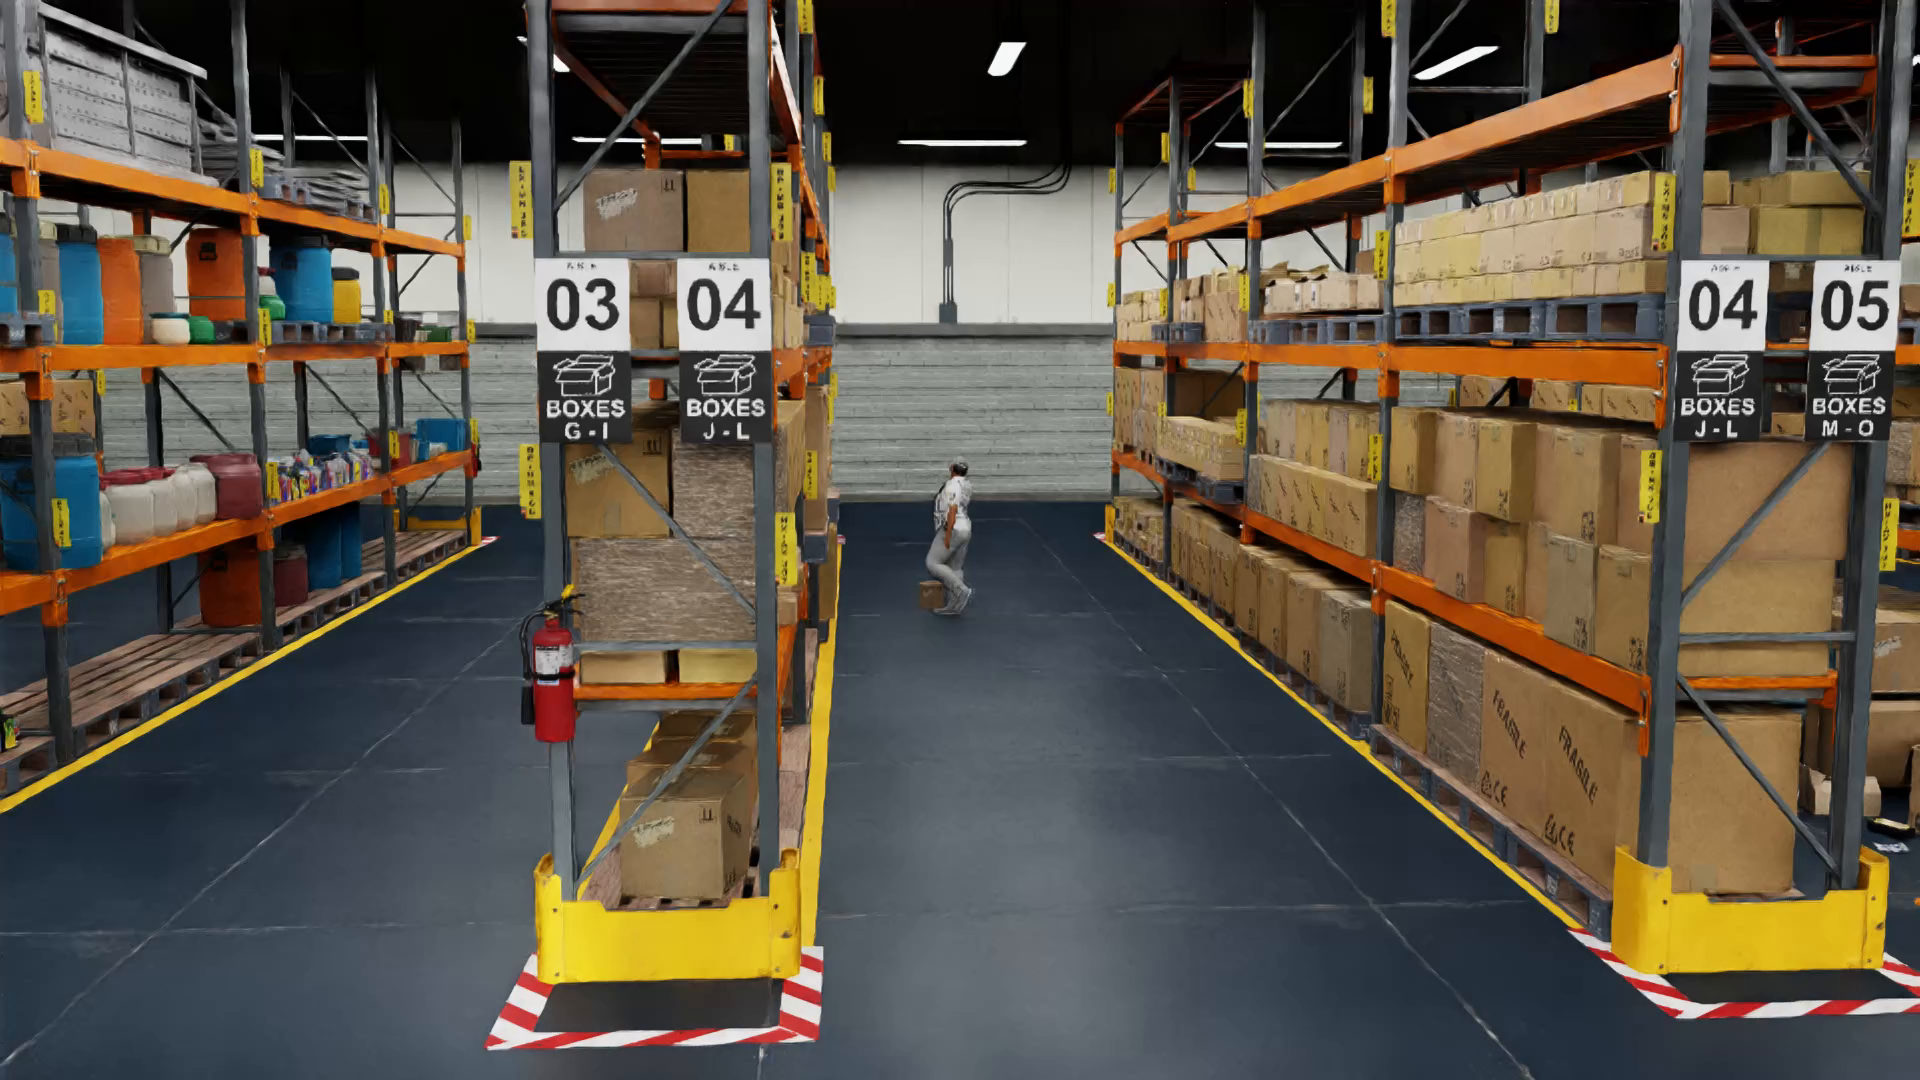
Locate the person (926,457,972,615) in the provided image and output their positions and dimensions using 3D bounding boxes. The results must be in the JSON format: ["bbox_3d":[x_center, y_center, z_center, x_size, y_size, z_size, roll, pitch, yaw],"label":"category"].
[{"bbox_3d":[-0.076,-0.042,17.189,0.473,1.622,0.639,2,7,14],"label":"person"}]
